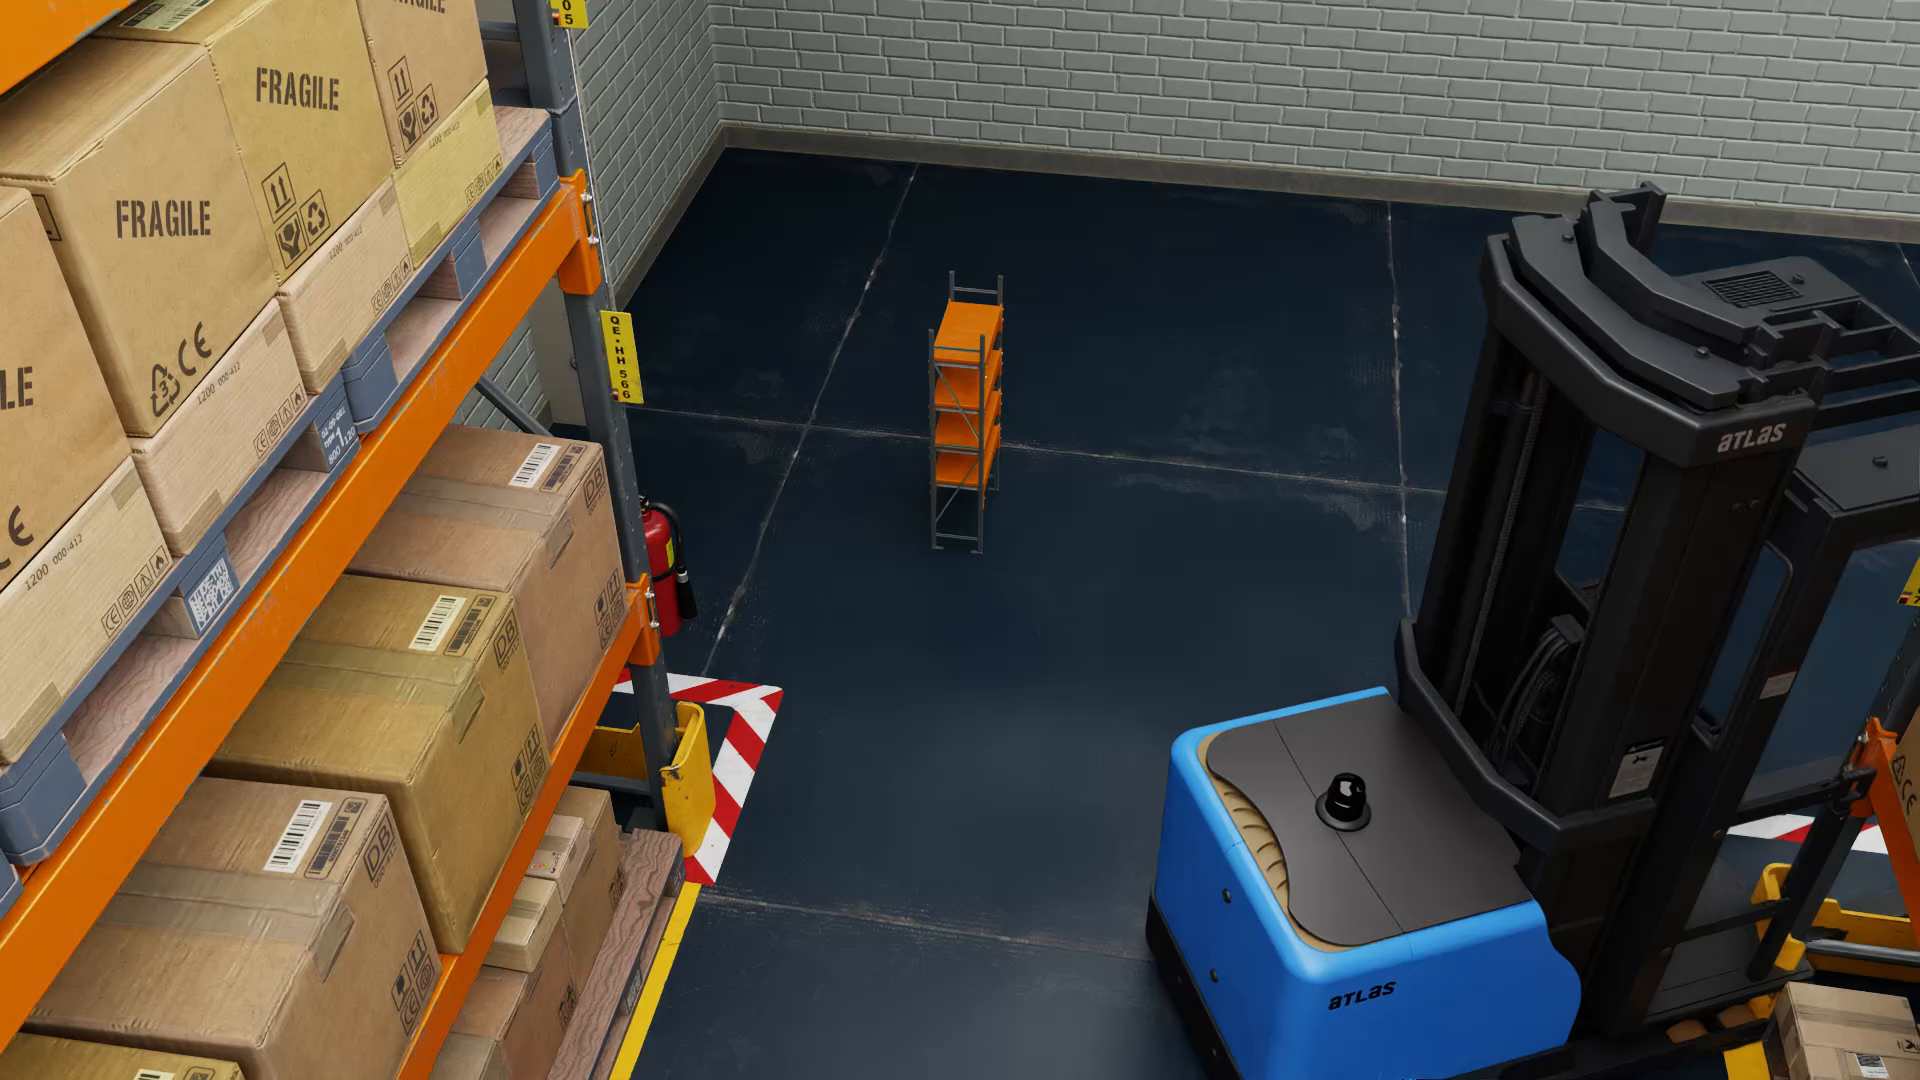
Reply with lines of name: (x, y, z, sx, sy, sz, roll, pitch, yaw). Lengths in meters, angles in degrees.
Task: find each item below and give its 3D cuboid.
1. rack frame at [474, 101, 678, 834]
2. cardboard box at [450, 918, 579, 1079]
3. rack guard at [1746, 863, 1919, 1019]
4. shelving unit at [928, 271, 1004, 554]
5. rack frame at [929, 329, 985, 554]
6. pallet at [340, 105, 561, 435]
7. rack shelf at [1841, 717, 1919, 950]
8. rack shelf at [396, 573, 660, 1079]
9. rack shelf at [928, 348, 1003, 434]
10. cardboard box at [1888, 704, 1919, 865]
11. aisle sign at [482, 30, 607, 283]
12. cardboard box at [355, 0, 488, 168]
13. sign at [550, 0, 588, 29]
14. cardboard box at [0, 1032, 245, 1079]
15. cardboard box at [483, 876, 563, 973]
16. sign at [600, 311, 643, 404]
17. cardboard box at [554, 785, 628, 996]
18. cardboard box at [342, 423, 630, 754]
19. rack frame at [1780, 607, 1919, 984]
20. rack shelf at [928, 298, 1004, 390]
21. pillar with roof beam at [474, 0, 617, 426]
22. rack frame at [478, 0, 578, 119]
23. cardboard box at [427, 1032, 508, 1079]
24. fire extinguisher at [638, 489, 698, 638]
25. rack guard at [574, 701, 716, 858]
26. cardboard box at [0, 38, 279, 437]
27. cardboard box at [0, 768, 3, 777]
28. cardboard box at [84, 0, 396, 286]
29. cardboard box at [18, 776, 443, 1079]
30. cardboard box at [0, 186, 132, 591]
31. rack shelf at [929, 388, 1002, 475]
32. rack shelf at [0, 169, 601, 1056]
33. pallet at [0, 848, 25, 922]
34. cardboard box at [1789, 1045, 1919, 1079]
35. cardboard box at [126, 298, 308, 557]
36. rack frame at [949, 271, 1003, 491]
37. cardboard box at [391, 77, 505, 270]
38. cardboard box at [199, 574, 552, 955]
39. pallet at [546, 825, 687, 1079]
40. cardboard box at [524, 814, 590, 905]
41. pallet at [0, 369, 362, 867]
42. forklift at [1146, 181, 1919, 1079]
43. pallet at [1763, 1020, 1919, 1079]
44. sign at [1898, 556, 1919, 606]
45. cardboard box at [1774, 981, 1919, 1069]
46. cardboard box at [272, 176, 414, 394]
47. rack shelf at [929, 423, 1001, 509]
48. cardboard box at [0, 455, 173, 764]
rack frame: (-1.565, -0.086, 5.597, 1.000, 3.000, 0.127, 6, 40, 8)
cardboard box: (-1.674, 1.480, 5.335, 0.700, 0.500, 0.500, 6, 40, 8)
rack guard: (3.301, 1.469, 5.678, 1.175, 0.500, 0.348, 6, 40, 8)
shelving unit: (0.029, -0.566, 7.590, 0.258, 1.200, 0.503, 6, 40, 8)
rack frame: (-0.014, -0.413, 7.405, 0.240, 1.200, 0.015, 6, 40, 8)
pallet: (-1.683, -0.741, 4.105, 1.003, 0.211, 1.213, 6, 40, 8)
rack shelf: (2.969, 1.990, 3.650, 1.077, 0.370, 4.000, 6, 40, 8)
rack shelf: (-1.911, 1.447, 4.308, 1.077, 0.370, 4.000, 6, 40, 8)
rack shelf: (0.029, -0.687, 7.491, 0.258, 0.148, 0.480, 6, 40, 8)
cardboard box: (2.978, 0.669, 4.605, 0.500, 0.500, 0.500, 7, 40, 9)
aisle sign: (-1.257, -1.100, 4.783, 0.394, 0.787, 0.004, 6, 40, 8)
cardboard box: (-1.423, -1.184, 3.692, 0.500, 0.500, 0.500, 6, 40, 8)
sign: (-1.033, -1.484, 4.301, 0.100, 0.325, 0.005, 6, 40, 8)
cardboard box: (-2.015, 1.513, 3.428, 0.980, 0.700, 0.700, 5, 40, 7)
cardboard box: (-1.474, 1.177, 5.192, 0.380, 0.149, 0.250, 7, 40, 9)
sign: (-1.033, -0.555, 5.069, 0.100, 0.325, 0.005, 6, 40, 8)
cardboard box: (-1.588, 1.166, 5.715, 0.700, 0.500, 0.500, 6, 40, 8)
cardboard box: (-1.643, 0.120, 5.113, 0.980, 0.700, 0.700, 8, 40, 10)
rack frame: (3.315, 0.458, 4.939, 1.000, 3.000, 0.127, 6, 40, 8)
rack shelf: (0.029, -0.869, 7.340, 0.258, 0.148, 0.480, 6, 40, 8)
pillar with roof beam: (2.290, -3.713, 5.276, 9.100, 9.000, 0.400, 6, 40, 8)
rack frame: (-1.565, -2.398, 3.685, 1.000, 3.000, 0.127, 6, 40, 8)
cardboard box: (-1.760, 1.796, 4.953, 0.700, 0.500, 0.500, 5, 40, 6)
fire extinguisher: (-1.084, 0.044, 5.793, 0.296, 0.674, 0.183, 6, 40, 8)
rack guard: (-1.561, 0.862, 6.411, 1.175, 0.500, 0.348, 6, 40, 8)
cardboard box: (-1.602, -0.543, 2.917, 0.500, 0.500, 0.500, 5, 40, 6)
cardboard box: (-1.776, 0.403, 2.361, 0.500, 0.250, 0.500, 6, 40, 7)
cardboard box: (-1.520, -0.871, 3.314, 0.500, 0.500, 0.500, 8, 40, 9)
cardboard box: (-1.899, 1.055, 3.981, 0.980, 0.700, 0.700, 5, 40, 6)
cardboard box: (-1.695, -0.214, 2.518, 0.500, 0.500, 0.500, 7, 40, 8)
rack shelf: (0.029, -0.514, 7.633, 0.258, 0.148, 0.480, 6, 40, 8)
rack shelf: (-1.911, 0.290, 3.352, 1.077, 0.370, 4.000, 6, 40, 8)
pallet: (-2.105, 0.790, 2.252, 1.003, 0.211, 1.213, 6, 40, 8)
cardboard box: (2.860, 1.762, 5.240, 0.380, 0.166, 0.250, 6, 40, 8)
cardboard box: (-1.604, -0.242, 3.141, 0.500, 0.250, 0.500, 5, 40, 6)
rack frame: (0.071, -0.719, 7.775, 0.240, 1.200, 0.015, 6, 40, 8)
cardboard box: (-1.430, -0.896, 3.932, 0.500, 0.250, 0.500, 8, 40, 9)
cardboard box: (-1.758, 0.578, 4.559, 0.980, 0.700, 0.700, 6, 40, 7)
pallet: (-1.626, 1.499, 5.868, 1.003, 0.211, 1.213, 6, 40, 8)
cardboard box: (-1.430, 1.017, 5.386, 0.380, 0.149, 0.250, 6, 40, 7)
pallet: (-1.892, 0.027, 3.176, 1.003, 0.211, 1.213, 6, 40, 8)
forklift: (2.246, 0.348, 5.125, 3.031, 2.935, 1.130, -11, 41, -13)
pallet: (3.164, 2.081, 5.165, 1.003, 0.211, 1.213, 6, 40, 8)
sign: (2.780, 0.065, 4.735, 0.100, 0.325, 0.005, 6, 40, 8)
cardboard box: (2.904, 1.612, 5.435, 0.380, 0.149, 0.250, 6, 40, 8)
cardboard box: (-1.519, -0.569, 3.536, 0.500, 0.250, 0.500, 5, 40, 6)
rack shelf: (0.029, -0.361, 7.760, 0.258, 0.148, 0.480, 6, 40, 8)
cardboard box: (-1.694, 0.080, 2.751, 0.500, 0.250, 0.500, 5, 40, 6)
